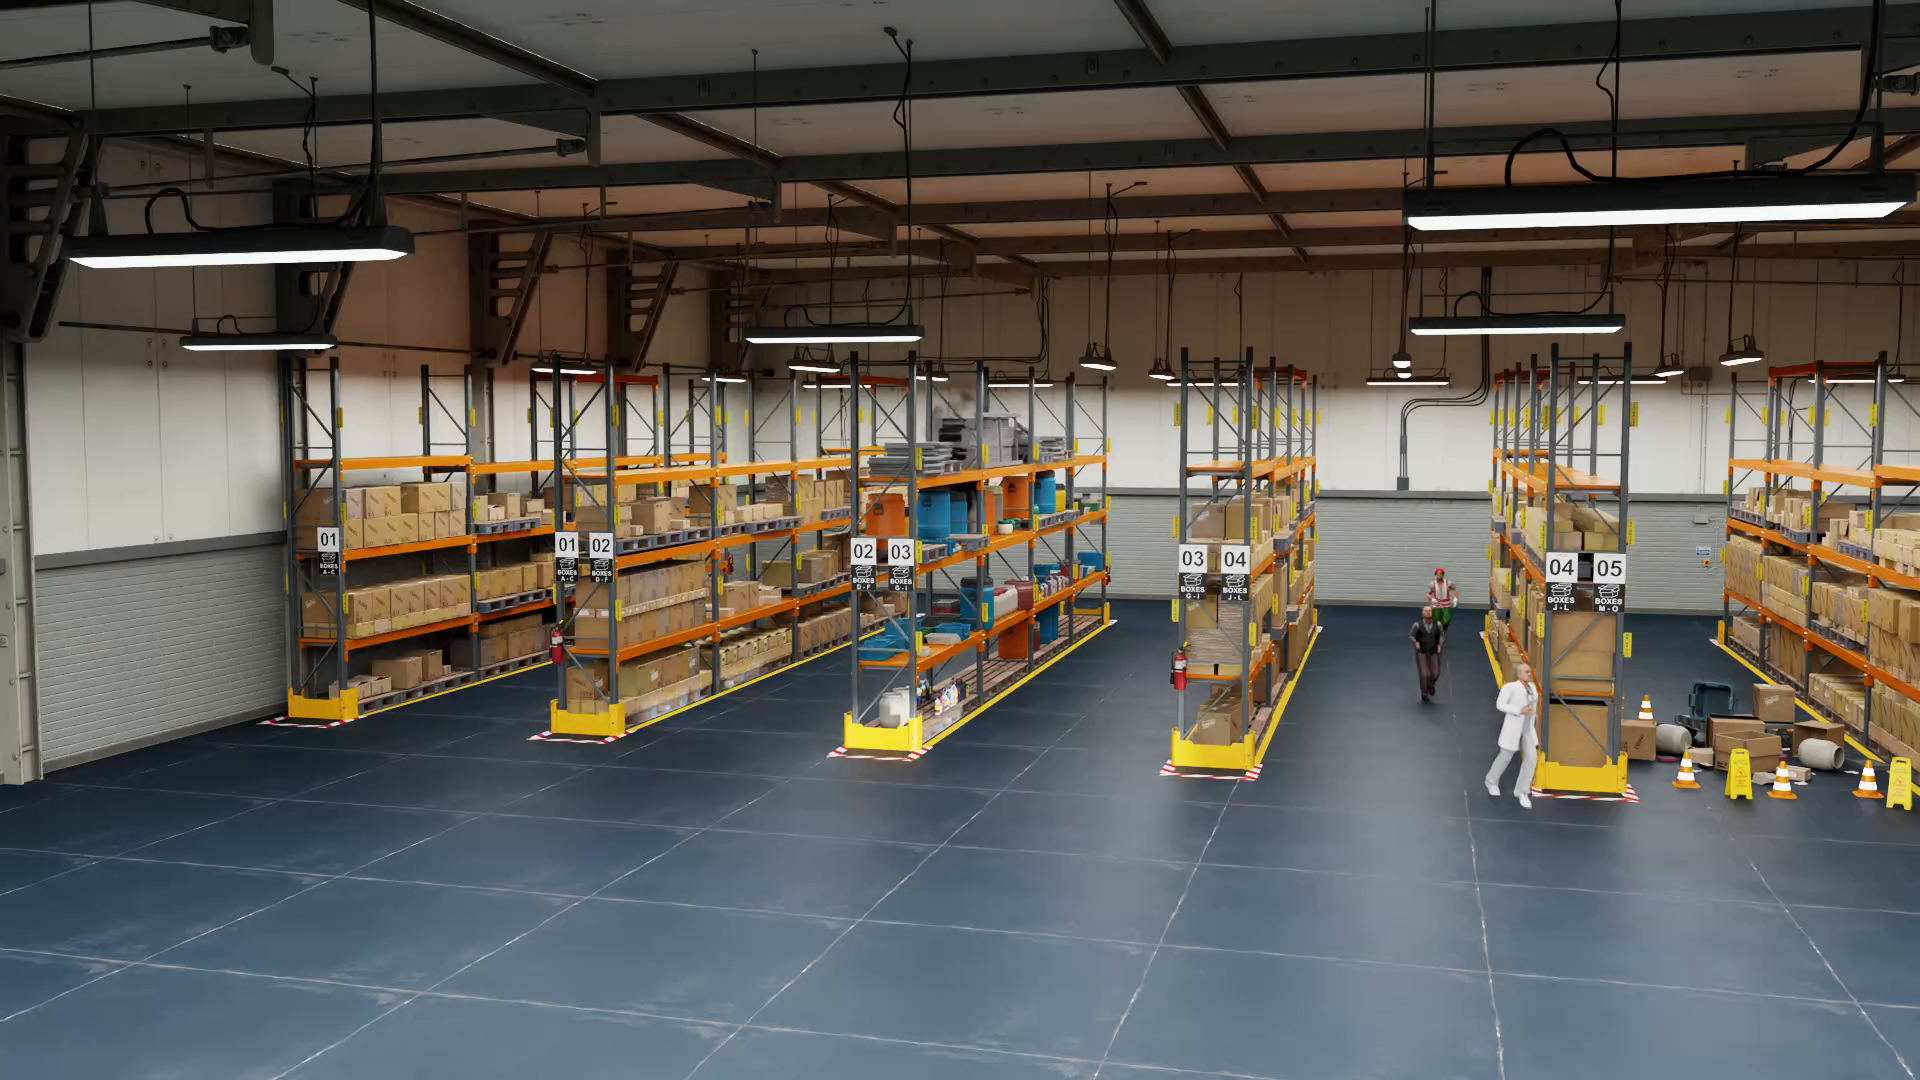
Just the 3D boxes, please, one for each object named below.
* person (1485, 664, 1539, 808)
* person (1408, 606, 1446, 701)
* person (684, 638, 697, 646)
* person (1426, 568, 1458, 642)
[{"bbox_3d":[7.287,2.515,21.718,0.723,1.817,0.870,-1,4,-18],"label":"person"},{"bbox_3d":[8.272,2.005,29.426,0.655,1.673,0.604,1,4,8],"label":"person"},{"bbox_3d":[-5.511,1.667,33.937,0.710,1.689,0.563,2,4,20],"label":"person"},{"bbox_3d":[10.465,1.466,36.127,0.683,1.731,0.754,1,4,16],"label":"person"}]
